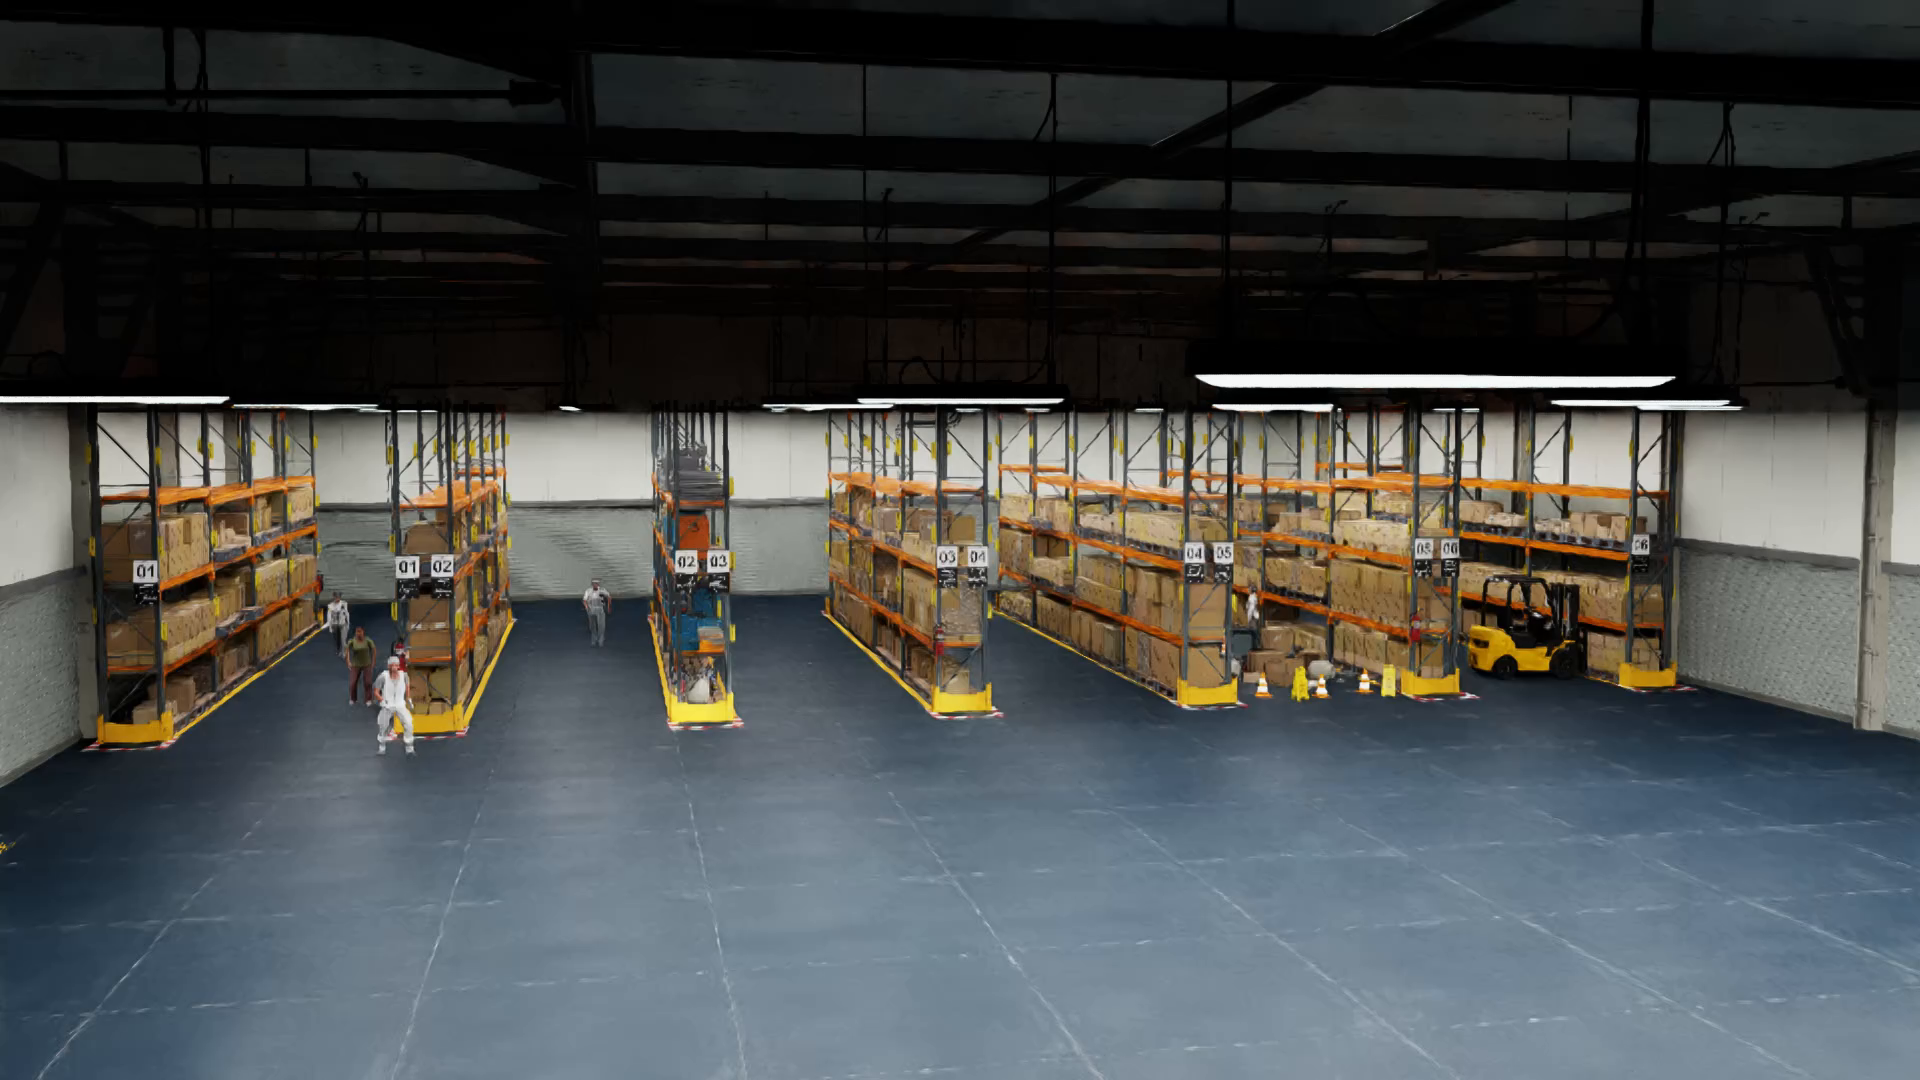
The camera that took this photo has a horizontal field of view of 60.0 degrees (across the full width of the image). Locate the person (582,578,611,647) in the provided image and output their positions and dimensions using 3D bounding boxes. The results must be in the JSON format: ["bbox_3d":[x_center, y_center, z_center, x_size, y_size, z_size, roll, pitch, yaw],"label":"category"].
[{"bbox_3d":[-9.010,1.772,41.199,0.686,1.705,0.850,0,4,-7],"label":"person"}]

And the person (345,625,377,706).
[{"bbox_3d":[-11.762,2.460,32.663,0.598,1.619,0.507,-1,4,-14],"label":"person"}]

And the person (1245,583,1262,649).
[{"bbox_3d":[6.979,1.878,39.831,0.548,1.659,0.586,1,4,13],"label":"person"}]

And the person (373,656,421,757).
[{"bbox_3d":[-9.443,2.762,27.739,0.686,1.716,0.827,-2,5,-30],"label":"person"}]

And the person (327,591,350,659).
[{"bbox_3d":[-14.592,1.965,39.020,0.498,1.584,1.073,-1,4,-13],"label":"person"}]
